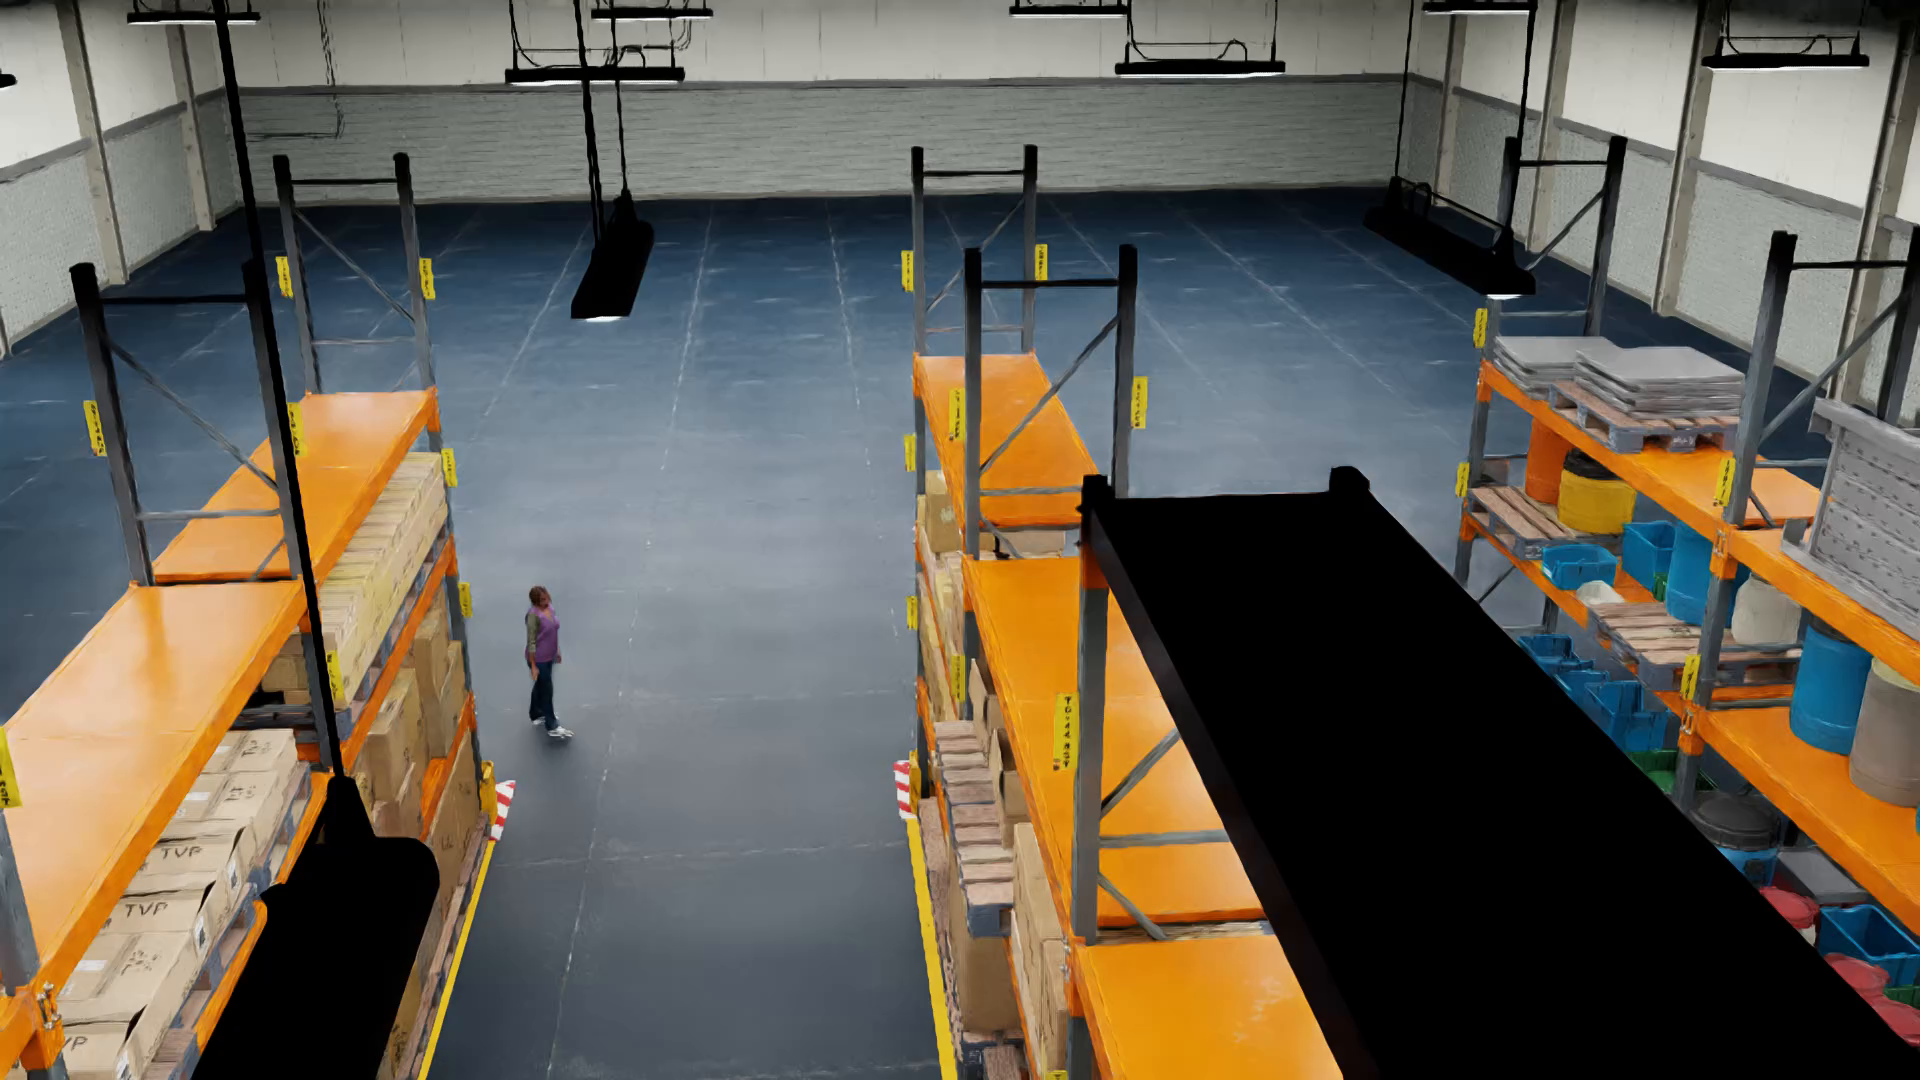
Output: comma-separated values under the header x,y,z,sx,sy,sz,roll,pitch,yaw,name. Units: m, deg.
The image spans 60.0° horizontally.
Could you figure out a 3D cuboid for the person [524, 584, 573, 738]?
x,y,z,sx,sy,sz,roll,pitch,yaw,name
-4.106,1.195,16.477,0.530,1.547,0.547,3,22,8,person
